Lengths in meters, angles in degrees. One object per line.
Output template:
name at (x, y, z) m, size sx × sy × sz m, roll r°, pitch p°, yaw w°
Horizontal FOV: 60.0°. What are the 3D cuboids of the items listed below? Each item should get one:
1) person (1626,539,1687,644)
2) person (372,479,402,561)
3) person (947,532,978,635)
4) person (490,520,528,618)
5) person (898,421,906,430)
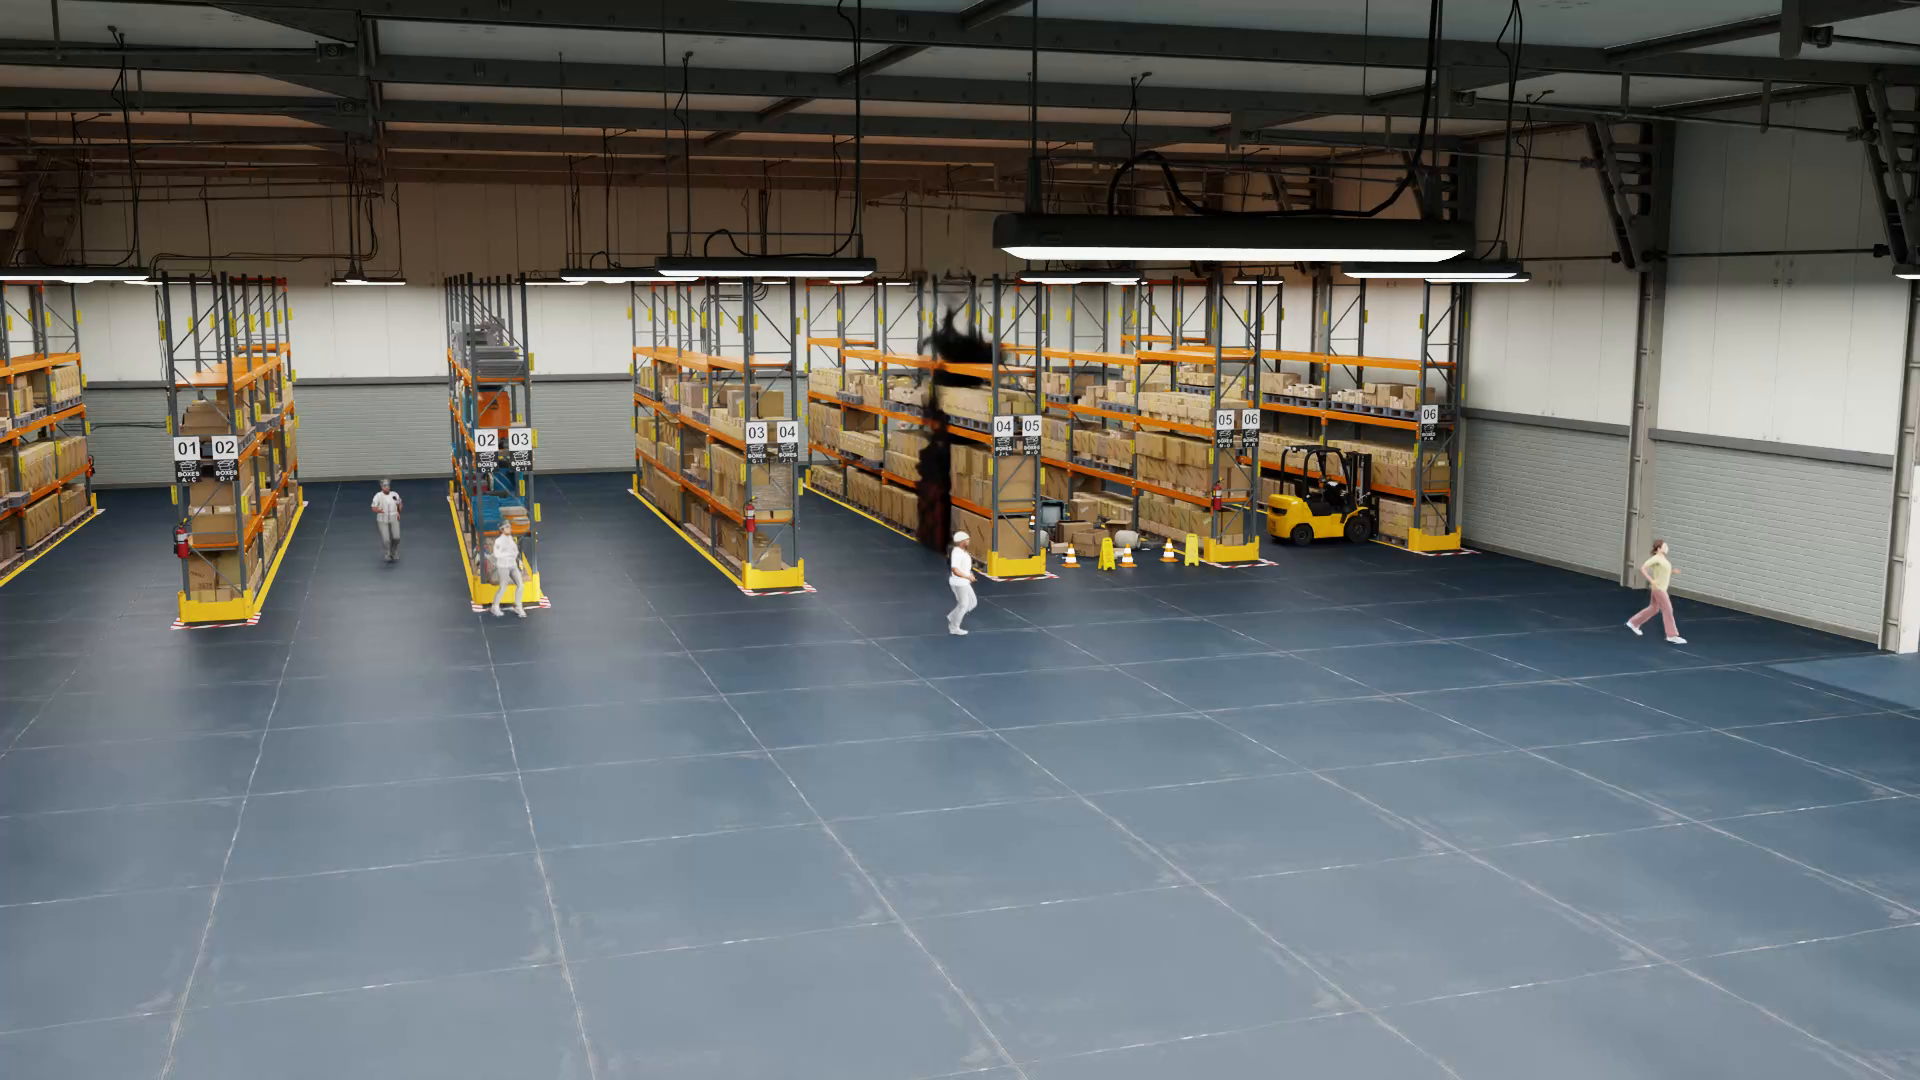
person at (11.359, 0.818, 27.034) m, size 0.966 × 1.638 × 0.573 m, roll 6°, pitch 10°, yaw 33°
person at (-12.003, -0.403, 34.961) m, size 0.640 × 1.755 × 0.645 m, roll -4°, pitch 10°, yaw -27°
person at (0.039, 0.715, 27.595) m, size 0.573 × 1.725 × 0.712 m, roll 2°, pitch 9°, yaw 10°
person at (-7.924, 0.519, 29.073) m, size 0.656 × 1.763 × 0.614 m, roll 3°, pitch 9°, yaw 22°
person at (-1.776, -2.792, 50.607) m, size 0.695 × 1.672 × 0.743 m, roll -2°, pitch 9°, yaw -11°
